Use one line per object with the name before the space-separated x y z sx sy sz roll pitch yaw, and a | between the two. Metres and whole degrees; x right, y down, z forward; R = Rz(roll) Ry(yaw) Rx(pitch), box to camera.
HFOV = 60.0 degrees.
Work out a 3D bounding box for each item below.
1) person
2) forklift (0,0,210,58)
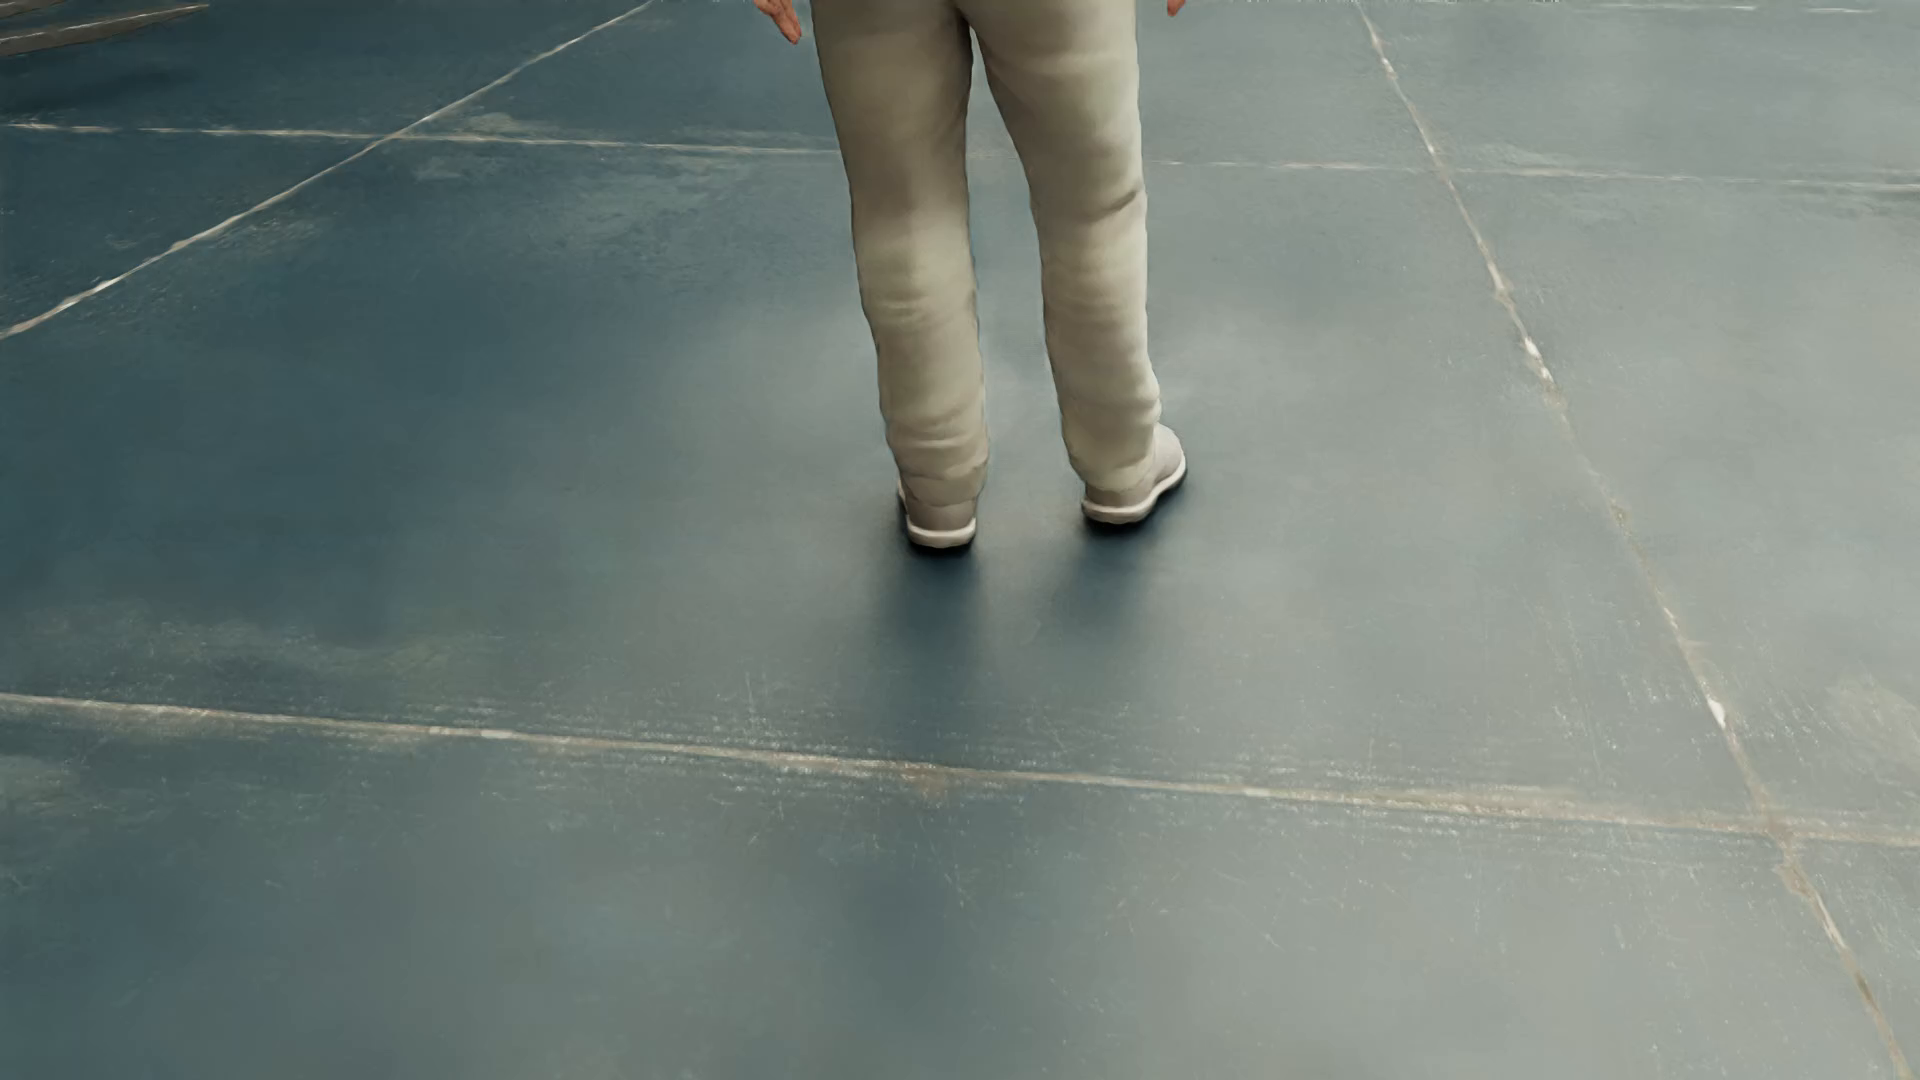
person | 0.022 -0.838 2.166 0.640 1.781 0.574 3 27 7
forklift | -3.537 -2.396 4.019 1.130 2.935 3.031 13 29 24
